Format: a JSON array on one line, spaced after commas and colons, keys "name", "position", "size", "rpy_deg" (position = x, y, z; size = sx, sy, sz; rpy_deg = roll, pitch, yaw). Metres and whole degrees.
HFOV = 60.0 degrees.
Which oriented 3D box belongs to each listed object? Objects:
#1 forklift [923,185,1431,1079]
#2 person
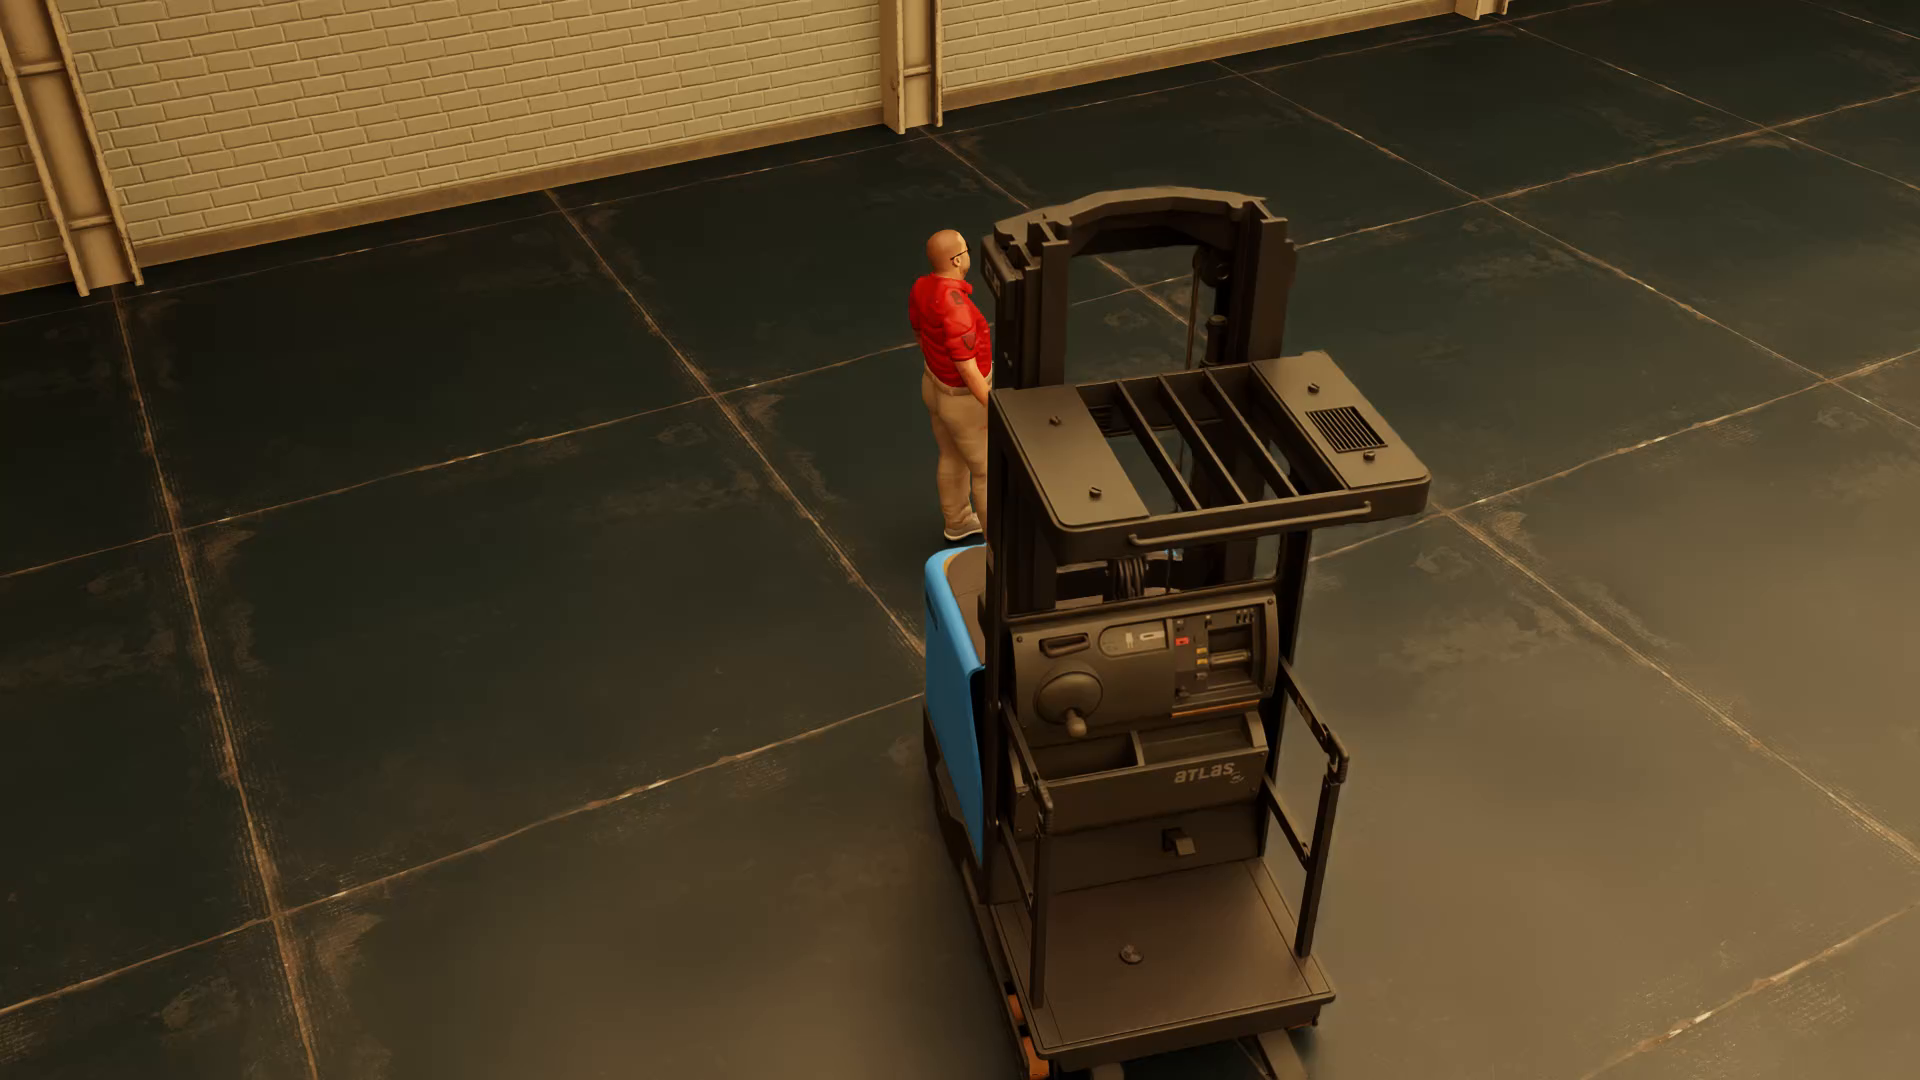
[{"name": "forklift", "position": [0.682, 0.487, 5.434], "size": [1.130, 2.935, 3.031], "rpy_deg": [-8, 36, -11]}, {"name": "person", "position": [0.085, -0.730, 8.185], "size": [0.551, 1.727, 0.640], "rpy_deg": [-17, 39, -23]}]
